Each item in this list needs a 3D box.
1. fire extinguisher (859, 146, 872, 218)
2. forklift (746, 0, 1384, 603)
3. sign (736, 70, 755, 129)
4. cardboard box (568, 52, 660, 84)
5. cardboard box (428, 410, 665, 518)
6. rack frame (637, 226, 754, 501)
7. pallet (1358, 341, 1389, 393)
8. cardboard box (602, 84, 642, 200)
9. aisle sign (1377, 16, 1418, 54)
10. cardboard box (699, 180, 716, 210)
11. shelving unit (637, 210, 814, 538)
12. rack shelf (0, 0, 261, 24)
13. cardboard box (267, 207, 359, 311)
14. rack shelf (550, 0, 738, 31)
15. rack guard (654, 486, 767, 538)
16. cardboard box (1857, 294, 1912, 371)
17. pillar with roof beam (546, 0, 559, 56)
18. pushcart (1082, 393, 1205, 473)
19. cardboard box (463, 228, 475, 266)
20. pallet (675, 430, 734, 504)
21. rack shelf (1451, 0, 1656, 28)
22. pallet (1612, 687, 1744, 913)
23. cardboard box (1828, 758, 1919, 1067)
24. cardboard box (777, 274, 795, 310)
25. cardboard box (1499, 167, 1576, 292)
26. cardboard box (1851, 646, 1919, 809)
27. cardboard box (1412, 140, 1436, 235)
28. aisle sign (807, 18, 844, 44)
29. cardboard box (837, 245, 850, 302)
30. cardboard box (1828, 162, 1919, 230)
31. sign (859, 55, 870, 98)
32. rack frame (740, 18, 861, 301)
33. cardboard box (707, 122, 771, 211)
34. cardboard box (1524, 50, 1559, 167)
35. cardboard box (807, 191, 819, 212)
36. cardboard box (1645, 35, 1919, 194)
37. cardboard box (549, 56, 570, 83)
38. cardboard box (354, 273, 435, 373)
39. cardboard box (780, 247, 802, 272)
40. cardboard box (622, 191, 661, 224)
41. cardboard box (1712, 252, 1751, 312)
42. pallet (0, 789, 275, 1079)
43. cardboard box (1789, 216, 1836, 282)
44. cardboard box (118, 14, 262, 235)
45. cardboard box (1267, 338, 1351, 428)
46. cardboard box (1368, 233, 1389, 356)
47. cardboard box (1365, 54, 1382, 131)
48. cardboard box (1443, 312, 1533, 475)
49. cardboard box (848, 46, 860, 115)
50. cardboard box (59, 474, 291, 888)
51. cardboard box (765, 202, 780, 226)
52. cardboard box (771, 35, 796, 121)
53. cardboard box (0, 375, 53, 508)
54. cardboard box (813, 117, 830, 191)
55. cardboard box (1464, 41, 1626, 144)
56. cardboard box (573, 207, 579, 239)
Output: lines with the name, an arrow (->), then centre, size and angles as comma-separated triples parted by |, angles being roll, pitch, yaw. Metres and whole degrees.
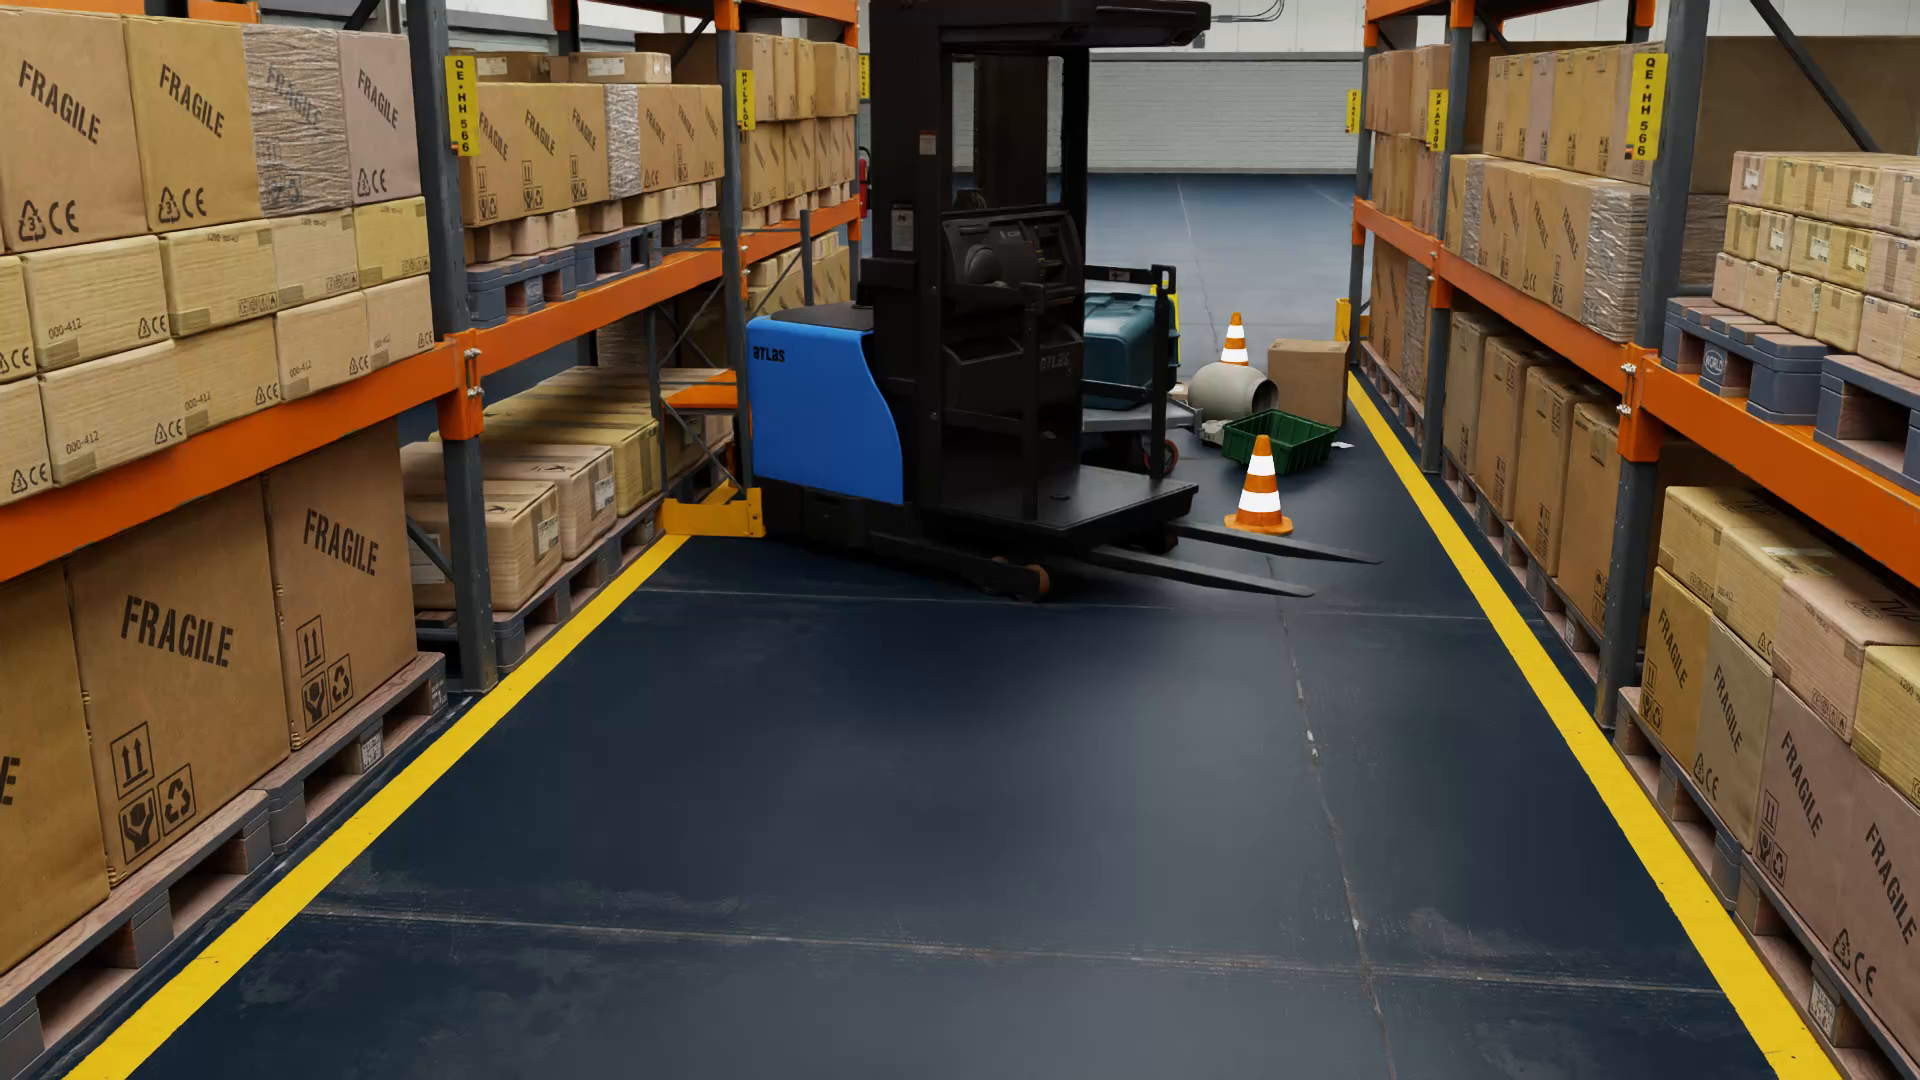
fire extinguisher -> -0.843, -2.963, 13.520 | 0.296, 0.674, 0.183 | 2, 15, 6
forklift -> 0.408, -1.299, 7.350 | 3.031, 2.935, 1.130 | 12, 19, 38
sign -> -1.213, -2.490, 9.405 | 0.100, 0.325, 0.005 | 2, 15, 6
cardboard box -> -1.665, -2.277, 8.027 | 0.380, 0.149, 0.250 | 1, 15, 4
cardboard box -> -1.976, -0.377, 8.041 | 0.950, 0.372, 0.625 | 2, 15, 8
rack frame -> -1.268, -0.754, 8.049 | 0.500, 1.500, 0.032 | 2, 16, 14
pallet -> 3.604, -1.308, 12.596 | 1.003, 0.211, 1.213 | 2, 15, 6
cardboard box -> -1.766, -1.816, 7.566 | 0.500, 0.500, 0.500 | 1, 15, 4
aisle sign -> 3.326, -4.146, 12.769 | 0.394, 0.787, 0.004 | 2, 15, 6
cardboard box -> -1.549, -1.886, 9.068 | 0.380, 0.149, 0.250 | 2, 15, 7
shelving unit -> -1.144, -0.885, 8.515 | 0.587, 1.500, 1.083 | 2, 16, 14
rack shelf -> -6.472, -3.711, 11.771 | 1.077, 0.370, 4.000 | 2, 15, 6
cardboard box -> -2.073, -0.812, 4.747 | 0.500, 0.250, 0.500 | 1, 15, 5
rack shelf -> -1.991, -2.528, 7.397 | 1.077, 0.370, 4.000 | 2, 15, 6
rack guard -> -1.248, -0.152, 8.215 | 0.587, 0.250, 0.087 | 2, 16, 14
cardboard box -> 2.346, -0.482, 3.874 | 0.380, 0.149, 0.250 | 2, 15, 8
pillar with roof beam -> -1.588, -8.856, 23.675 | 9.100, 9.000, 0.400 | 2, 15, 6
pushcart -> 0.506, -0.626, 9.755 | 1.648, 0.377, 0.936 | -4, 16, -13
cardboard box -> -1.995, -1.069, 6.046 | 0.380, 0.149, 0.250 | 1, 15, 3
pallet -> -1.851, -0.398, 9.230 | 1.003, 0.211, 1.213 | 2, 15, 6
rack shelf -> 2.939, -2.409, 6.955 | 1.077, 0.370, 4.000 | 2, 15, 6
pallet -> 2.624, 0.759, 4.949 | 1.003, 0.211, 1.213 | 2, 15, 6
cardboard box -> 2.216, 0.787, 3.490 | 0.500, 0.500, 0.500 | 1, 15, 5
cardboard box -> -1.381, -1.468, 10.871 | 0.500, 0.500, 0.500 | 2, 15, 9
cardboard box -> 2.665, -1.354, 7.232 | 0.500, 0.500, 0.500 | 2, 15, 7
cardboard box -> 2.212, 0.419, 3.413 | 0.500, 0.250, 0.500 | 1, 15, 4
cardboard box -> 3.234, -2.138, 10.037 | 0.875, 0.550, 0.550 | 2, 15, 6
aisle sign -> -1.018, -4.246, 13.139 | 0.394, 0.787, 0.004 | 2, 15, 6
cardboard box -> -1.145, -2.006, 12.859 | 0.500, 0.500, 0.500 | 2, 15, 7
cardboard box -> 2.379, -0.842, 4.066 | 0.380, 0.149, 0.250 | 1, 15, 4
sign -> -0.764, -3.674, 13.178 | 0.100, 0.325, 0.005 | 2, 15, 6
rack frame -> -1.313, -2.984, 13.450 | 1.000, 3.000, 0.127 | 2, 15, 6
cardboard box -> -1.438, -2.244, 9.953 | 0.500, 0.500, 0.500 | 2, 15, 6
cardboard box -> 3.001, -1.964, 7.572 | 0.700, 0.500, 0.500 | 2, 15, 7
cardboard box -> -1.218, -2.425, 11.866 | 0.380, 0.149, 0.250 | 2, 15, 6
cardboard box -> 2.774, -1.436, 5.620 | 0.700, 0.500, 0.500 | 2, 15, 6
cardboard box -> -2.169, -2.542, 9.009 | 0.380, 0.149, 0.250 | 2, 15, 6
cardboard box -> -2.015, -0.698, 5.283 | 0.500, 0.250, 0.500 | 1, 15, 4
cardboard box -> -1.273, -1.876, 11.136 | 0.380, 0.149, 0.250 | 3, 15, 9
cardboard box -> -1.678, -1.622, 8.091 | 0.380, 0.149, 0.250 | 2, 15, 6
cardboard box -> 2.463, -0.761, 4.905 | 0.380, 0.149, 0.250 | 1, 15, 5
pallet -> -2.520, 0.955, 4.226 | 1.003, 0.211, 1.213 | 2, 15, 6
cardboard box -> 2.404, -0.755, 4.315 | 0.380, 0.149, 0.250 | 1, 15, 5
cardboard box -> -2.127, -1.036, 4.140 | 0.500, 0.500, 0.500 | 2, 15, 6
cardboard box -> 2.320, -1.054, 11.098 | 0.500, 0.500, 0.500 | 4, 16, 16
cardboard box -> 3.605, -1.863, 12.573 | 0.875, 0.875, 0.875 | 2, 15, 7
cardboard box -> 3.536, -3.363, 12.496 | 0.875, 0.550, 0.550 | 2, 15, 6
cardboard box -> 3.184, -0.780, 8.805 | 1.050, 0.750, 0.750 | 2, 15, 6
cardboard box -> -1.154, -3.519, 12.754 | 0.700, 0.500, 0.500 | 1, 15, 5
cardboard box -> -2.481, 0.322, 4.491 | 0.875, 0.875, 0.875 | 2, 15, 7
cardboard box -> -1.371, -2.097, 10.653 | 0.380, 0.149, 0.250 | 2, 15, 8
cardboard box -> -1.420, -2.860, 10.317 | 0.700, 0.500, 0.500 | 2, 15, 7
cardboard box -> -2.225, -0.172, 3.339 | 0.500, 0.250, 0.500 | 2, 15, 6
cardboard box -> -1.222, -2.767, 11.888 | 0.500, 0.500, 0.500 | 2, 15, 6
cardboard box -> 3.241, -2.515, 9.361 | 0.875, 0.550, 0.550 | 2, 15, 6
cardboard box -> -1.852, -1.347, 7.072 | 0.380, 0.149, 0.250 | 3, 15, 10
